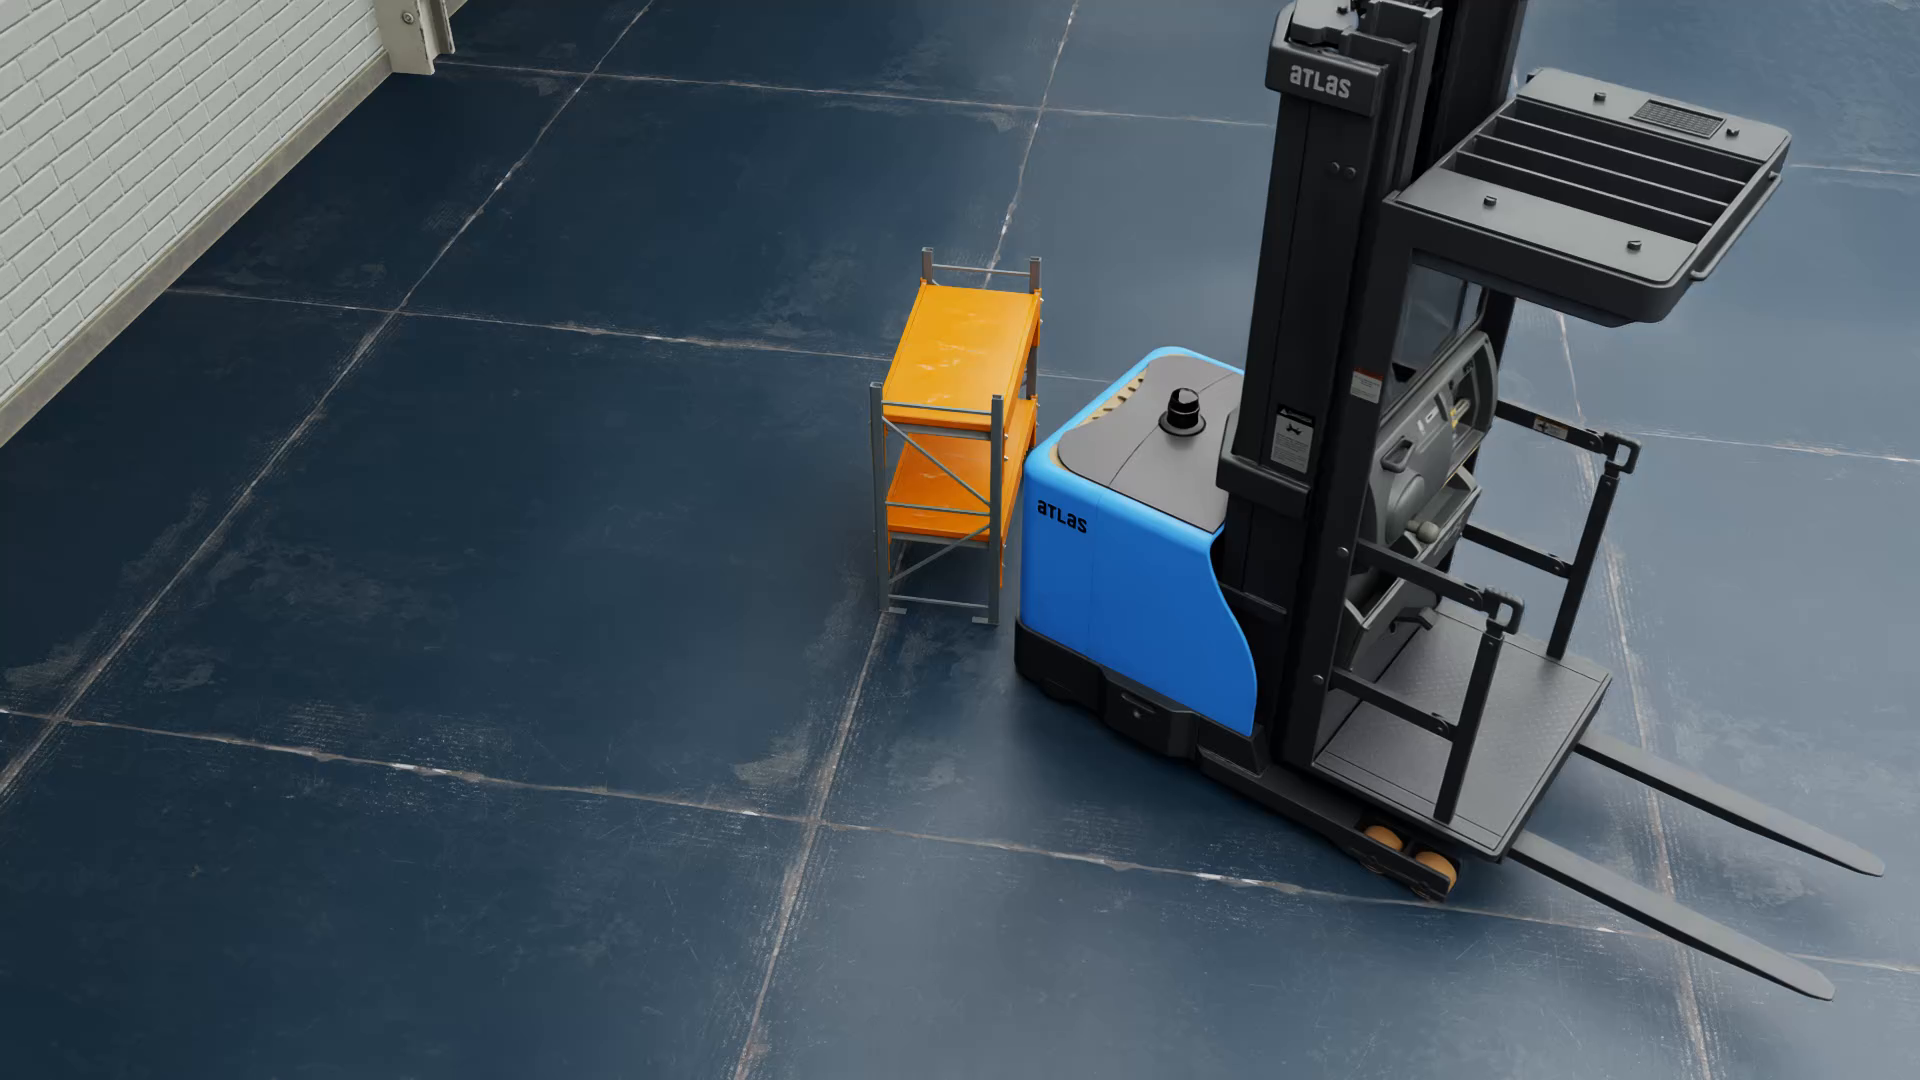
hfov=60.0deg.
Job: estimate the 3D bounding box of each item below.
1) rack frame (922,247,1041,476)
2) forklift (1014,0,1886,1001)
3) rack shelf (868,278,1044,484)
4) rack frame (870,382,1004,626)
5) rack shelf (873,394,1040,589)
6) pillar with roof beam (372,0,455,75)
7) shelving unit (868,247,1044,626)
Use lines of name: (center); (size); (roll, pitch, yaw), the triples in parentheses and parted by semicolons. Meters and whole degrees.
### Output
rack frame: (0.089, -0.757, 7.283); (0.500, 1.125, 0.032); (6, 40, 8)
forklift: (1.698, -0.274, 5.282); (3.031, 2.935, 1.130); (26, 46, 28)
rack shelf: (0.001, -0.663, 6.710); (0.538, 0.278, 1.000); (6, 40, 8)
rack frame: (-0.087, -0.119, 6.511); (0.500, 1.125, 0.032); (6, 40, 8)
rack shelf: (0.001, -0.249, 7.053); (0.538, 0.278, 1.000); (6, 40, 8)
pillar with roof beam: (0.640, -6.199, 7.686); (9.100, 9.000, 0.400); (6, 40, 8)
shelving unit: (0.001, -0.438, 6.897); (0.538, 1.125, 1.048); (6, 40, 8)
